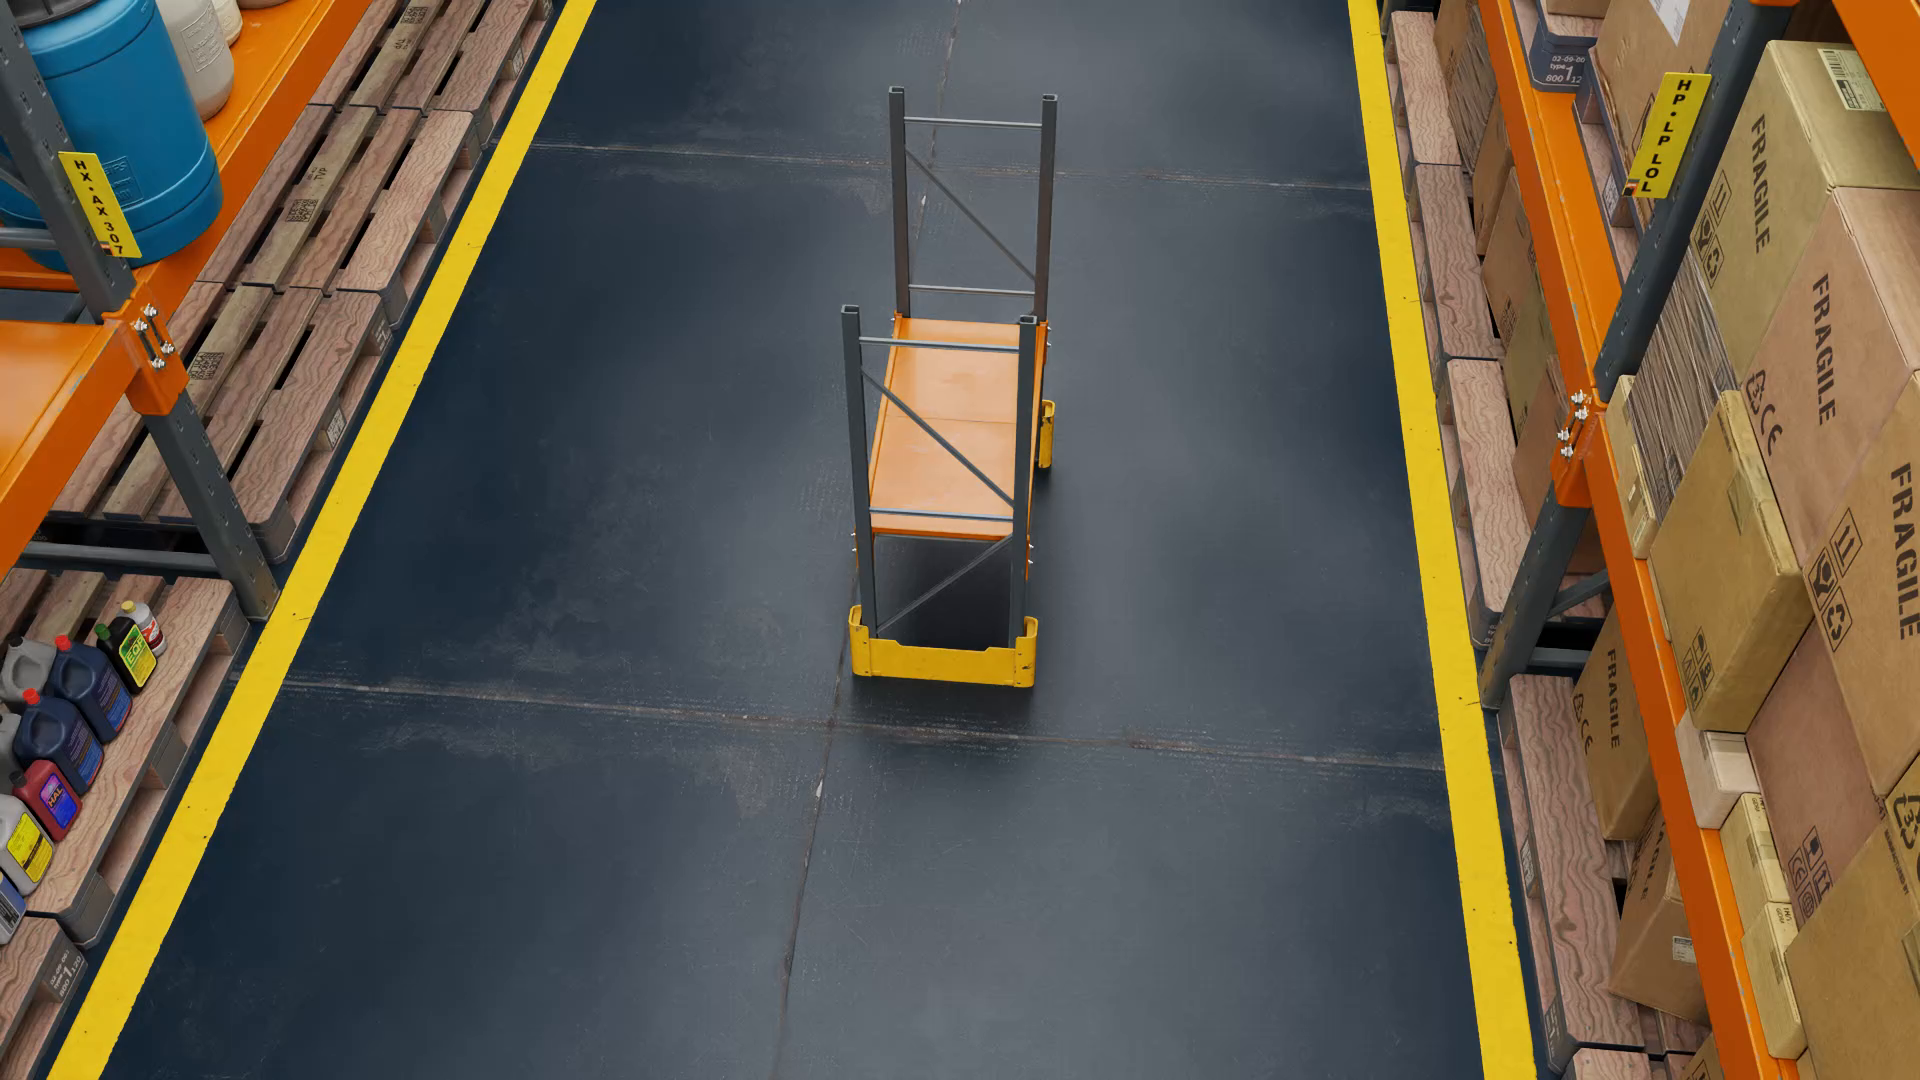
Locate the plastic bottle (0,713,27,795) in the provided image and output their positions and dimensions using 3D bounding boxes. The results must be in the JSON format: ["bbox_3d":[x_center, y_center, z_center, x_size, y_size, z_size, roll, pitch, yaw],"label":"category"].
[{"bbox_3d":[-2.720,0.593,4.722,0.152,0.276,0.135,4,48,4],"label":"plastic bottle"}]

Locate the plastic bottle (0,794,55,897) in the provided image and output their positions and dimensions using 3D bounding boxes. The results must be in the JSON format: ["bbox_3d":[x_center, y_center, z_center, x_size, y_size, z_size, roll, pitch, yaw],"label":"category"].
[{"bbox_3d":[-2.599,0.797,4.486,0.144,0.351,0.185,4,48,3],"label":"plastic bottle"}]

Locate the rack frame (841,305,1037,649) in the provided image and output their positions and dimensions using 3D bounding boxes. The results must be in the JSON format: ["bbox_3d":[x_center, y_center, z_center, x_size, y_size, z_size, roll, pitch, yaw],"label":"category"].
[{"bbox_3d":[-0.054,-0.070,4.798,0.500,1.500,0.032,4,48,4],"label":"rack frame"}]

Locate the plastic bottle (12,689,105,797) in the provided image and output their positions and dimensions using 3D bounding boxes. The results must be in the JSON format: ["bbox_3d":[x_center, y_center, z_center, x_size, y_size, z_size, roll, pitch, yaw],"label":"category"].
[{"bbox_3d":[-2.570,0.559,4.703,0.144,0.351,0.185,2,48,2],"label":"plastic bottle"}]

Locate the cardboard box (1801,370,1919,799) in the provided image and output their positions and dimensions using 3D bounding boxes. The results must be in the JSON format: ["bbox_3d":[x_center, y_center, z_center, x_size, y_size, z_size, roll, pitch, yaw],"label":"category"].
[{"bbox_3d":[1.767,0.090,2.688,0.500,0.500,0.500,4,48,4],"label":"cardboard box"}]

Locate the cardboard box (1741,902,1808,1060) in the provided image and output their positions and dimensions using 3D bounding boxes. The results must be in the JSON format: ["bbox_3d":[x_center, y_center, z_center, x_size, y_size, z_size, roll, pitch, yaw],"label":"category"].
[{"bbox_3d":[1.709,0.839,3.120,0.380,0.149,0.250,4,48,4],"label":"cardboard box"}]

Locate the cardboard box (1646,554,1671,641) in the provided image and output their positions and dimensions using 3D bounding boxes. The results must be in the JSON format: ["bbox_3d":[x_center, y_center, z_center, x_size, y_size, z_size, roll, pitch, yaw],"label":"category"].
[{"bbox_3d":[1.802,0.104,3.792,0.380,0.149,0.250,4,48,4],"label":"cardboard box"}]

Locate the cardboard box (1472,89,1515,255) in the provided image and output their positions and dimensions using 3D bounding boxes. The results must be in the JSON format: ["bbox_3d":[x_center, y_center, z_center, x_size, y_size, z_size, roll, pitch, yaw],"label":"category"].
[{"bbox_3d":[2.392,-1.412,6.404,0.700,0.500,0.500,7,48,7],"label":"cardboard box"}]

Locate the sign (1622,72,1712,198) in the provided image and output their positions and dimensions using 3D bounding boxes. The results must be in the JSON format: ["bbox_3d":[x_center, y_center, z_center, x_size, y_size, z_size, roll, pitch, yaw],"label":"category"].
[{"bbox_3d":[1.599,-0.912,3.767,0.100,0.325,0.005,4,48,4],"label":"sign"}]

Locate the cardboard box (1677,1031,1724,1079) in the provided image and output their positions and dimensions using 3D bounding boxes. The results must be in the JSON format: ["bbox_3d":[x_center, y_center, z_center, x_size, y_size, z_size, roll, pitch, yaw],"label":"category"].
[{"bbox_3d":[2.052,1.389,3.856,0.500,0.500,0.500,0,48,0],"label":"cardboard box"}]

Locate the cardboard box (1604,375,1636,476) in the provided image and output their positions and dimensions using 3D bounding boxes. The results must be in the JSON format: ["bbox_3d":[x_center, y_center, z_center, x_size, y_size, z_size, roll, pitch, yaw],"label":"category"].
[{"bbox_3d":[1.833,-0.264,4.129,0.380,0.149,0.250,4,48,4],"label":"cardboard box"}]

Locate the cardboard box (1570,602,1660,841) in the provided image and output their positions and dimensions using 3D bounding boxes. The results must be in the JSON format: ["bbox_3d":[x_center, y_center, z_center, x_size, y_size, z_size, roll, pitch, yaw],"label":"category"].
[{"bbox_3d":[2.075,0.506,4.663,0.500,0.500,0.500,3,48,2],"label":"cardboard box"}]

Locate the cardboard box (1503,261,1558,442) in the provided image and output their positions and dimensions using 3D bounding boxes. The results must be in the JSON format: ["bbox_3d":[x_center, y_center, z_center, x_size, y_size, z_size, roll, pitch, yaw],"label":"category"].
[{"bbox_3d":[2.291,-0.591,5.653,0.700,0.500,0.500,4,48,3],"label":"cardboard box"}]

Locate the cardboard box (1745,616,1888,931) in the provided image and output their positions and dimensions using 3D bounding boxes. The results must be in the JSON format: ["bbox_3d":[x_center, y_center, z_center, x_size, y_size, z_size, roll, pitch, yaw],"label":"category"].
[{"bbox_3d":[2.023,0.445,3.041,0.875,0.500,0.500,4,48,4],"label":"cardboard box"}]

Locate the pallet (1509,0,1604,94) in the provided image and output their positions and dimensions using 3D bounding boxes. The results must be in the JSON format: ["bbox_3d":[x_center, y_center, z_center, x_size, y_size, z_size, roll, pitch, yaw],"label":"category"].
[{"bbox_3d":[2.377,-1.904,5.589,1.003,0.211,1.213,4,48,4],"label":"pallet"}]

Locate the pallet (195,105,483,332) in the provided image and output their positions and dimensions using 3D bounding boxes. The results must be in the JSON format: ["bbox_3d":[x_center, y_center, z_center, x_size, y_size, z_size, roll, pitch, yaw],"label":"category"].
[{"bbox_3d":[-2.639,-1.357,6.848,1.003,0.211,1.213,4,48,4],"label":"pallet"}]

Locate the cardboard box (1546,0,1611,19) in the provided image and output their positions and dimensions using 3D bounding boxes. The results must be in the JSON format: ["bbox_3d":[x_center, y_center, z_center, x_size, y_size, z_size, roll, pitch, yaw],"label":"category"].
[{"bbox_3d":[2.218,-1.943,5.140,0.797,0.503,0.637,8,48,8],"label":"cardboard box"}]

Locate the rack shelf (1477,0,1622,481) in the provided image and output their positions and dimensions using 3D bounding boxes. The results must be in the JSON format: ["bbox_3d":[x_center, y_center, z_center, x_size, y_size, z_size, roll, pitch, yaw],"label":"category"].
[{"bbox_3d":[2.334,-1.714,5.772,1.077,0.370,4.000,4,48,4],"label":"rack shelf"}]

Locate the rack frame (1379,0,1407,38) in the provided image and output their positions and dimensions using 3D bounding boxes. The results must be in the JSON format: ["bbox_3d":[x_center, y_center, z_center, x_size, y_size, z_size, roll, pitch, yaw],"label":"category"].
[{"bbox_3d":[2.516,-3.426,6.851,1.000,3.000,0.127,4,48,4],"label":"rack frame"}]

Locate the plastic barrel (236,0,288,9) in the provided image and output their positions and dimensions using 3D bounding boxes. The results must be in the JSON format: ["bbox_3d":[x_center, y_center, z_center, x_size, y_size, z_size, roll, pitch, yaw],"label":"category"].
[{"bbox_3d":[-2.408,-2.093,5.540,0.433,0.535,0.433,0,48,0],"label":"plastic barrel"}]

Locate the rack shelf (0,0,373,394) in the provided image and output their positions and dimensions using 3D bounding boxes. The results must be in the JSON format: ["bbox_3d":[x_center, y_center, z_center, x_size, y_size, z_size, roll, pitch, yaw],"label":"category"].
[{"bbox_3d":[-2.598,-2.047,6.077,1.077,0.370,4.000,4,48,4],"label":"rack shelf"}]

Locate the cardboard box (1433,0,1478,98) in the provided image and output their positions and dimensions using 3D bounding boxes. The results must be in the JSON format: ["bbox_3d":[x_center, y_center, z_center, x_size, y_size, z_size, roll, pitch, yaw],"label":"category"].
[{"bbox_3d":[2.475,-2.237,7.159,0.700,0.500,0.500,2,48,1],"label":"cardboard box"}]

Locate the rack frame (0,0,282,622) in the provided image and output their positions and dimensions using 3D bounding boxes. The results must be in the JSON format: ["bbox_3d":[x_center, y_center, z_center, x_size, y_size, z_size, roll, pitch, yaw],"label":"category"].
[{"bbox_3d":[-2.781,-0.820,4.467,1.000,3.000,0.127,4,48,4],"label":"rack frame"}]

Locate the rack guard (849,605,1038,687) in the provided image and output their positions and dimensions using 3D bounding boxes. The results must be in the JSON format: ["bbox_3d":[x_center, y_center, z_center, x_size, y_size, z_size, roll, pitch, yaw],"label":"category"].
[{"bbox_3d":[-0.052,0.338,5.272,0.587,0.250,0.087,4,48,4],"label":"rack guard"}]

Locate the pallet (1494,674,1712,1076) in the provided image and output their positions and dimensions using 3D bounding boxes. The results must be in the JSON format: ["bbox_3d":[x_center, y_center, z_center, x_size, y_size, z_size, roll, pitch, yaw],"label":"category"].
[{"bbox_3d":[2.126,0.950,4.738,1.003,0.211,1.213,4,48,4],"label":"pallet"}]

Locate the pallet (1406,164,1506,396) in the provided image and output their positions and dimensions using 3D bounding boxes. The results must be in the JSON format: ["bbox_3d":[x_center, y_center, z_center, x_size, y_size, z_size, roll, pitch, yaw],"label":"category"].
[{"bbox_3d":[2.330,-1.017,6.537,1.003,0.211,1.213,4,48,4],"label":"pallet"}]

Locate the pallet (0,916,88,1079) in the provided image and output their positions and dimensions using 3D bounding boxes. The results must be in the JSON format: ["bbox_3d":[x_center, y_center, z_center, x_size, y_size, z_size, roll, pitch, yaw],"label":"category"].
[{"bbox_3d":[-2.992,1.511,4.225,1.003,0.211,1.213,4,48,4],"label":"pallet"}]

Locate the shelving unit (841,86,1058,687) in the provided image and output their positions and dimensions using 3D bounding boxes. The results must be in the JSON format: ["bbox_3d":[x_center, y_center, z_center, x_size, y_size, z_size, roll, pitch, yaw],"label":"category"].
[{"bbox_3d":[-0.007,-0.450,5.145,0.587,1.500,1.083,4,48,4],"label":"shelving unit"}]

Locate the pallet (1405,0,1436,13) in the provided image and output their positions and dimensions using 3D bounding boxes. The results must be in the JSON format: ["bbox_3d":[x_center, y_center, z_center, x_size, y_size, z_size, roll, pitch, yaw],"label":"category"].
[{"bbox_3d":[2.663,-3.059,8.405,1.003,0.211,1.213,4,48,4],"label":"pallet"}]

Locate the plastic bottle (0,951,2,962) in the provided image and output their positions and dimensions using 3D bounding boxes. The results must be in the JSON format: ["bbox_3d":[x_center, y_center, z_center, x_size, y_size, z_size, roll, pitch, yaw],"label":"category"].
[{"bbox_3d":[-2.602,1.055,4.351,0.097,0.201,0.097,0,48,0],"label":"plastic bottle"}]

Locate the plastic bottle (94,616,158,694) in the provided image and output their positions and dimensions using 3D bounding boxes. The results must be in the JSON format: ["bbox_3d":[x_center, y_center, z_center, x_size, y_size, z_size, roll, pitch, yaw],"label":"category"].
[{"bbox_3d":[-2.496,0.324,4.963,0.061,0.283,0.133,6,48,5],"label":"plastic bottle"}]

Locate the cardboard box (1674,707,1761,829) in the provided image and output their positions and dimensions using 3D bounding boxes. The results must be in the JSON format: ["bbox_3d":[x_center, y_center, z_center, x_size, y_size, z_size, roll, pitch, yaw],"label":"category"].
[{"bbox_3d":[1.724,0.469,3.458,0.380,0.149,0.250,4,48,4],"label":"cardboard box"}]

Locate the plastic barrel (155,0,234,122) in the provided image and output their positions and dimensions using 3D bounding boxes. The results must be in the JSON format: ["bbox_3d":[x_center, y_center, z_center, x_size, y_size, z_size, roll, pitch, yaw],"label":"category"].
[{"bbox_3d":[-2.475,-1.554,5.046,0.433,0.535,0.433,0,48,0],"label":"plastic barrel"}]

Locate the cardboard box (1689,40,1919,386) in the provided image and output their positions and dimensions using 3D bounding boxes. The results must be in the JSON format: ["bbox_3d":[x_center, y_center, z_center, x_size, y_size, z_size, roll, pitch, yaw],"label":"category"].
[{"bbox_3d":[1.857,-0.645,3.360,0.500,0.500,0.500,4,48,4],"label":"cardboard box"}]

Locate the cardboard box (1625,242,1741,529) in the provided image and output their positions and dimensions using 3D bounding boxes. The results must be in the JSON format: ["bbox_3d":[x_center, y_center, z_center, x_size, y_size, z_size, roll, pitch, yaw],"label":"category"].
[{"bbox_3d":[2.049,-0.294,3.717,0.875,0.500,0.500,4,48,4],"label":"cardboard box"}]
